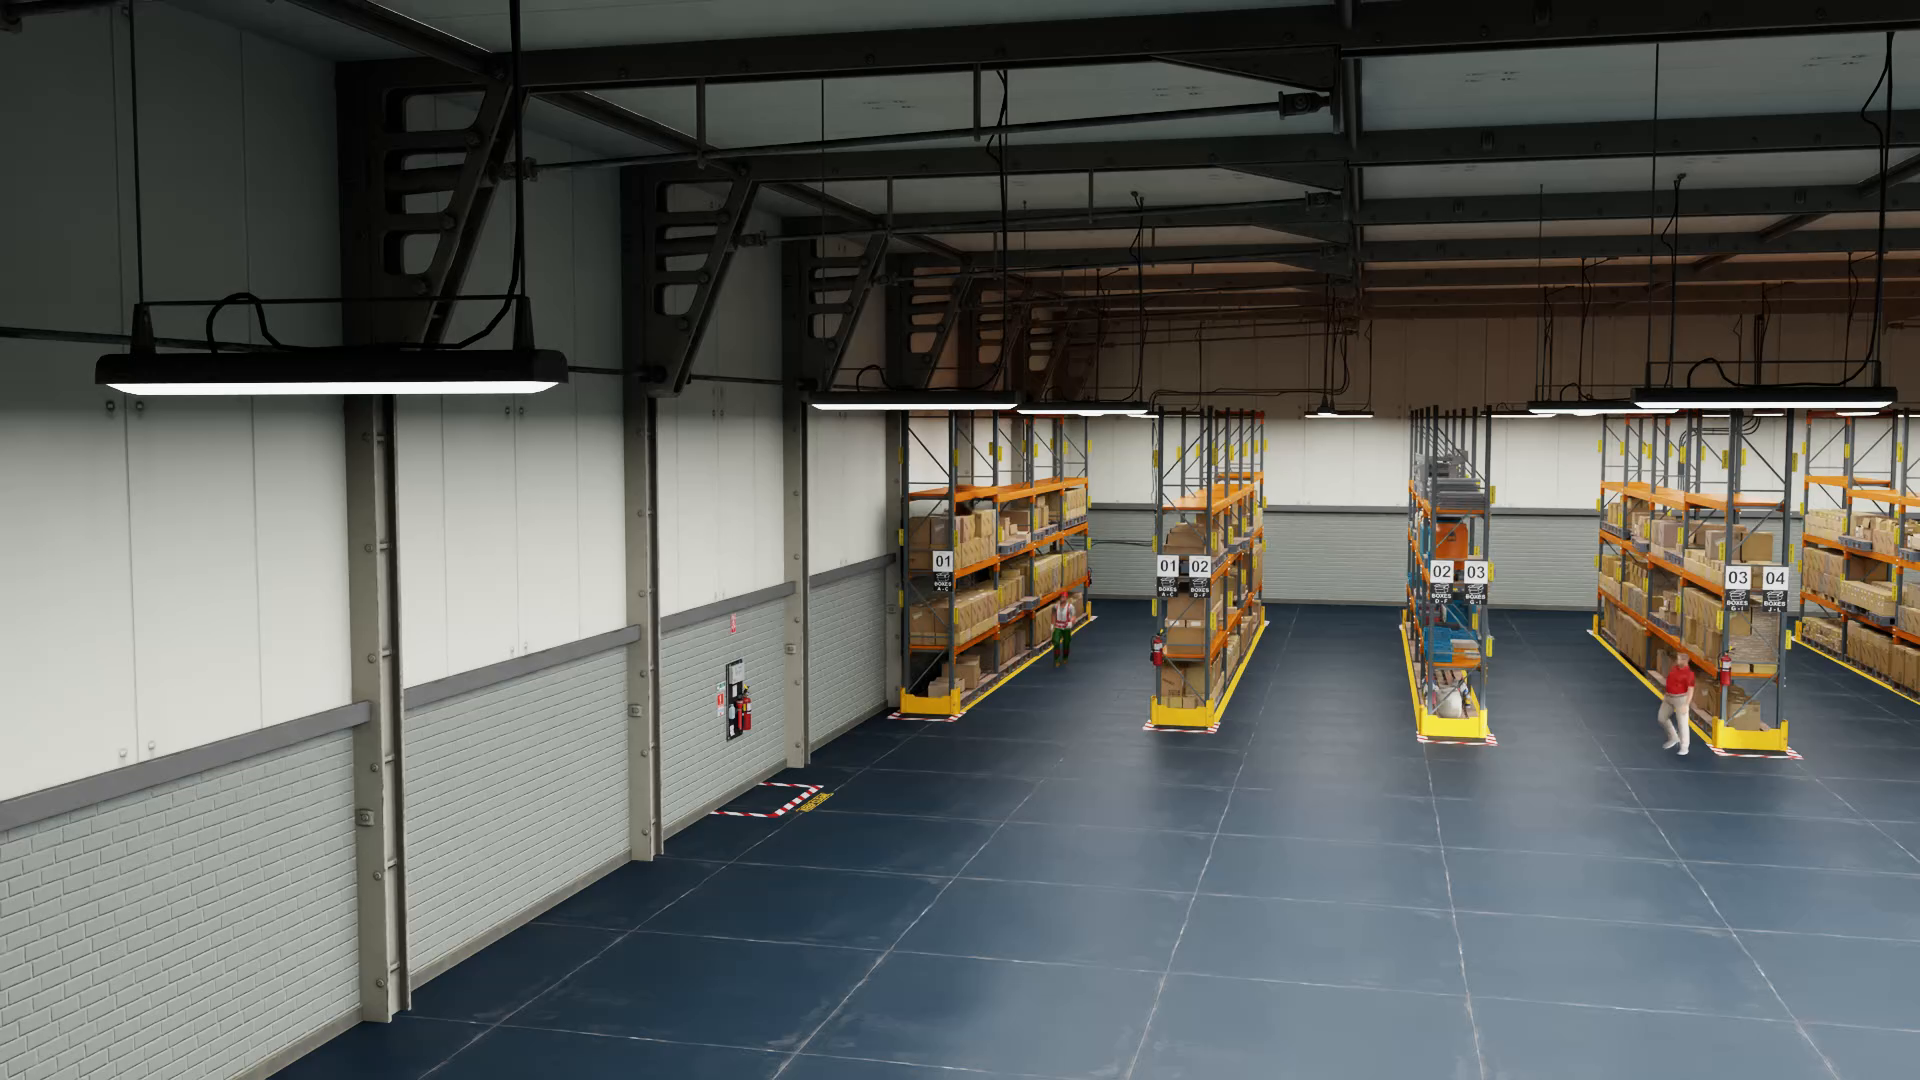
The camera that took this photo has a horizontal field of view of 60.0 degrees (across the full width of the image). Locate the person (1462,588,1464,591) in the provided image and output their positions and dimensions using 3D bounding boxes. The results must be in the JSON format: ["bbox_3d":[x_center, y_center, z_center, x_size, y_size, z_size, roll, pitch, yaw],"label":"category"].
[{"bbox_3d":[14.701,1.377,48.171,0.590,1.760,0.689,4,6,42],"label":"person"}]

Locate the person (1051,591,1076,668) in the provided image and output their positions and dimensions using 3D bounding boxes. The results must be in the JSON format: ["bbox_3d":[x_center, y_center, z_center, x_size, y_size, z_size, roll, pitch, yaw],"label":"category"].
[{"bbox_3d":[2.393,2.101,38.855,0.629,1.813,0.866,1,4,14],"label":"person"}]

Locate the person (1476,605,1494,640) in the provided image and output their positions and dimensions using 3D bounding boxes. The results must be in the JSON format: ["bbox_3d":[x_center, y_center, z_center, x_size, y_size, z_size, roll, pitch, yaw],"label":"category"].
[{"bbox_3d":[13.670,1.813,43.494,0.557,1.606,0.339,-2,4,-20],"label":"person"}]

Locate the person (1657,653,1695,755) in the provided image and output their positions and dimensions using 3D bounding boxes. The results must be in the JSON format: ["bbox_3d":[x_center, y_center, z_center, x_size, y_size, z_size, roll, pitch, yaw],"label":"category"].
[{"bbox_3d":[12.390,2.802,28.705,0.482,1.741,0.633,-2,5,-28],"label":"person"}]
